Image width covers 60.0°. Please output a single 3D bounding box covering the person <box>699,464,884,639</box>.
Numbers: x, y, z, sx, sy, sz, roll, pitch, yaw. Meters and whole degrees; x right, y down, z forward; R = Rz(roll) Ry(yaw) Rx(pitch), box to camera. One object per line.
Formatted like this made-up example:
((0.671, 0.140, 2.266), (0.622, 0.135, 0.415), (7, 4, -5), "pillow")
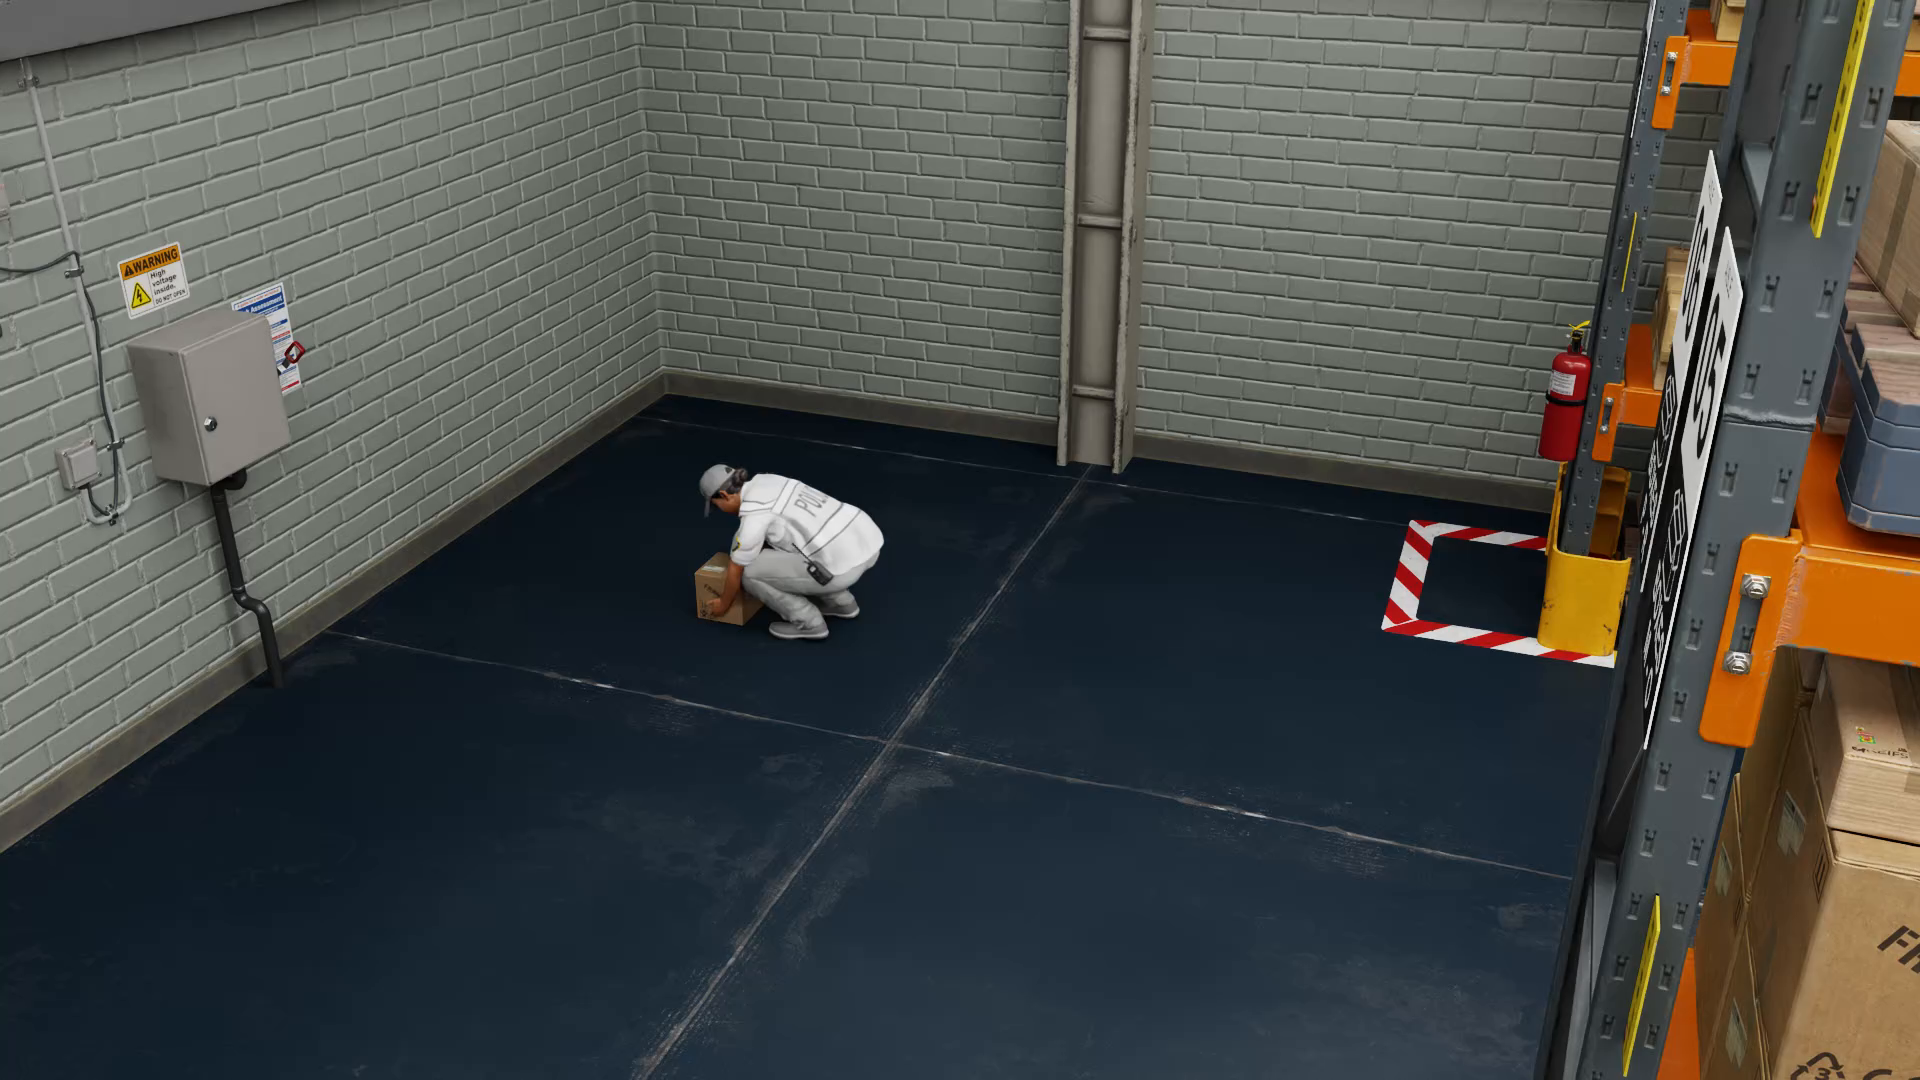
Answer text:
((-0.812, 0.040, 8.012), (0.867, 0.818, 0.518), (9, 27, 18), "person")
